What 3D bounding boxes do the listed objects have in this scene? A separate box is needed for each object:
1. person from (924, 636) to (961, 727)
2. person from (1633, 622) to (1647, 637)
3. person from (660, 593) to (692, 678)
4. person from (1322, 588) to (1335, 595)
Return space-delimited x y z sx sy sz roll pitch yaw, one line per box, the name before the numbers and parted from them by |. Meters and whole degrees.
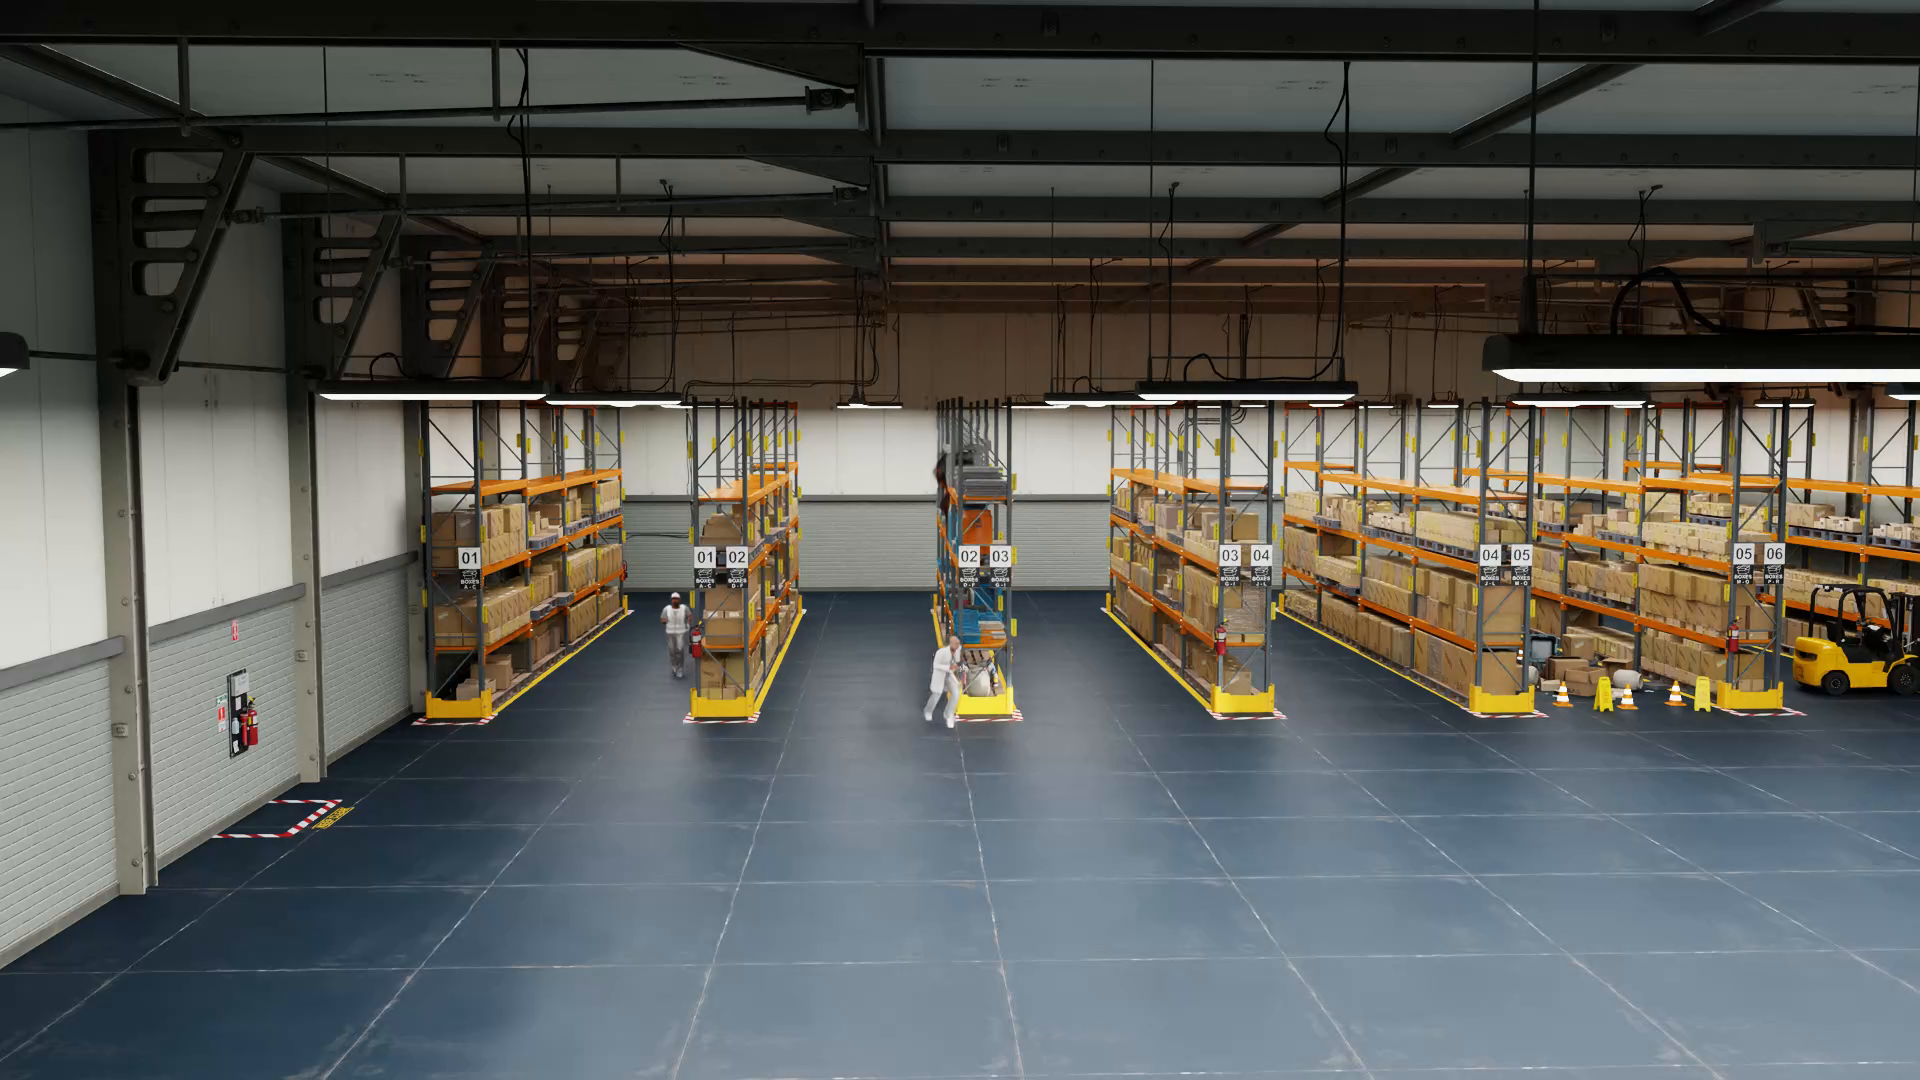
person | -0.293 2.573 30.336 0.748 1.715 1.060 -4 6 -39
person | 16.629 1.776 40.515 0.577 1.685 0.750 0 4 -3
person | -6.141 2.056 35.948 0.656 1.841 0.731 0 4 -2
person | 10.815 1.111 48.983 0.723 1.654 0.625 -1 4 -9
